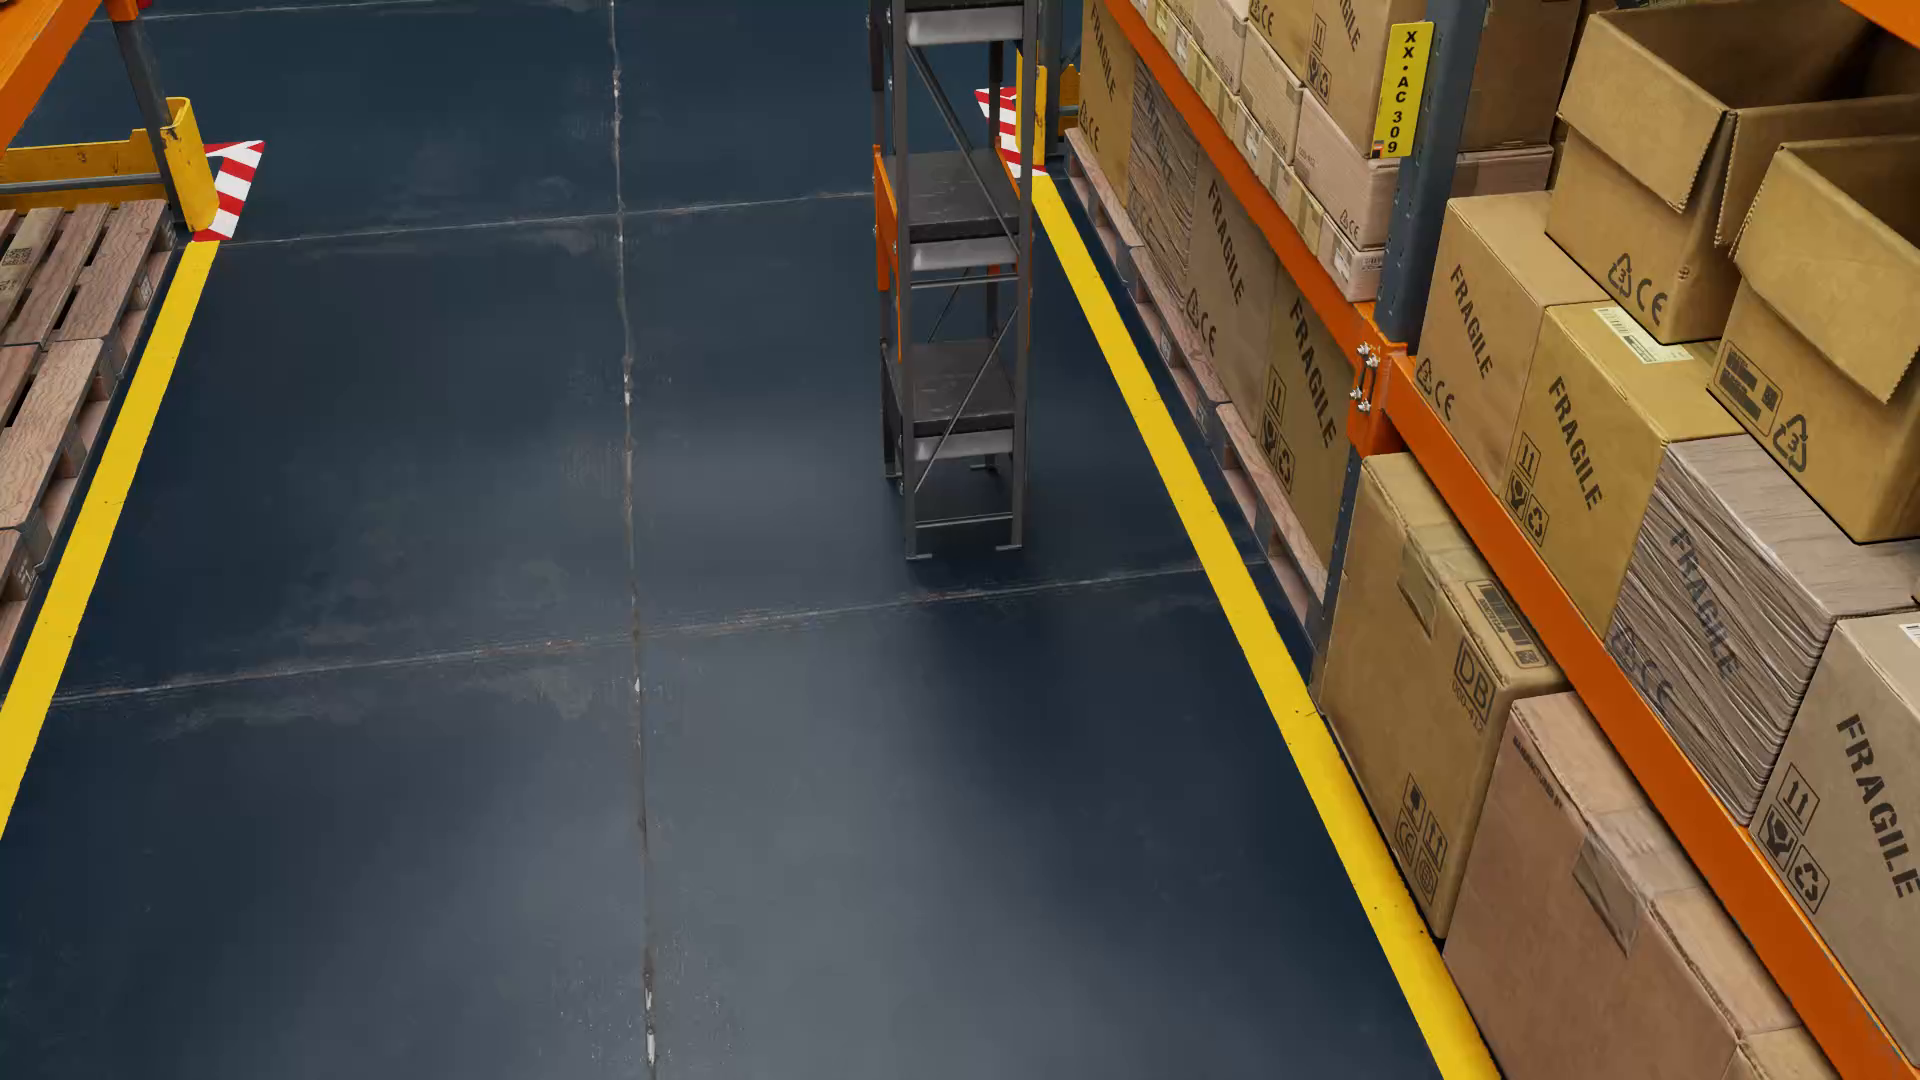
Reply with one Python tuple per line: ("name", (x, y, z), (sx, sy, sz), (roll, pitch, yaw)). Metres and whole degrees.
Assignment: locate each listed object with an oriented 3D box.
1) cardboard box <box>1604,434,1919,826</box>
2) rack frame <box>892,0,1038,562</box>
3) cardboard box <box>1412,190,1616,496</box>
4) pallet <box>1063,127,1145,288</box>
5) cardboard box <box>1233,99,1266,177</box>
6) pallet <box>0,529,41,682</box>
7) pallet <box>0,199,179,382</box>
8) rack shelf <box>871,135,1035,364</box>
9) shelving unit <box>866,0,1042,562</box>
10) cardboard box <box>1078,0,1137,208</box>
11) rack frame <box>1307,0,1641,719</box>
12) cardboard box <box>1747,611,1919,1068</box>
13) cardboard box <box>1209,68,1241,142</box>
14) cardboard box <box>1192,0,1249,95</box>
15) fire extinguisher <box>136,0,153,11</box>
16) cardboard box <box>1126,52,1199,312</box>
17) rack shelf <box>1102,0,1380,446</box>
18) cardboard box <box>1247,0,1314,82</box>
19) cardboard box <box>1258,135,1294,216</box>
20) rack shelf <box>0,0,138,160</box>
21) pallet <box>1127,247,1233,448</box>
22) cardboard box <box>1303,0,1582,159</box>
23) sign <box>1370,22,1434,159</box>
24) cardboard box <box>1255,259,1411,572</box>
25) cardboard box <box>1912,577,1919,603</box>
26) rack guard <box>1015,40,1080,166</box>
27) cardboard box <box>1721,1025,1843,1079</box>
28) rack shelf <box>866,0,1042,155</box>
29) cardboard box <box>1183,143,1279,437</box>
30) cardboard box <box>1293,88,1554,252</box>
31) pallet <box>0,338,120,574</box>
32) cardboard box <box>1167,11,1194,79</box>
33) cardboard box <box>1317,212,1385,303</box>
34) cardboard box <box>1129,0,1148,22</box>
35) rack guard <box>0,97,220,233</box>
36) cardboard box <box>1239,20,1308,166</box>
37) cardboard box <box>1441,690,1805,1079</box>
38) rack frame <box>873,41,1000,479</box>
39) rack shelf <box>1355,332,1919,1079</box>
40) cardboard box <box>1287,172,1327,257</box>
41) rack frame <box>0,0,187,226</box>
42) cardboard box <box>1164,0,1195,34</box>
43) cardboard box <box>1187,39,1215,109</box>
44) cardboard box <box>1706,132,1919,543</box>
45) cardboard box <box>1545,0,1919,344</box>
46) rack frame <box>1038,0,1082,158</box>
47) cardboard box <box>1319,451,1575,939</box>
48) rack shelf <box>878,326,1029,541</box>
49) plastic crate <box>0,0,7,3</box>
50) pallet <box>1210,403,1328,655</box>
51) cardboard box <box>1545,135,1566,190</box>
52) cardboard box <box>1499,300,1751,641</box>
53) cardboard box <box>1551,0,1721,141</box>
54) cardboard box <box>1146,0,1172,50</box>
("cardboard box", (1.587, 0.138, 3.046), (0.500, 0.500, 0.500), (-7, 38, -9))
("rack frame", (0.014, -0.782, 5.045), (0.400, 2.100, 0.015), (-6, 38, -8))
("cardboard box", (1.411, -0.468, 3.826), (0.500, 0.500, 0.500), (-6, 38, -8))
("pallet", (1.092, -1.574, 7.604), (1.003, 0.211, 1.213), (-6, 38, -8))
("cardboard box", (1.065, -1.249, 5.118), (0.380, 0.149, 0.250), (-6, 38, -7))
("pallet", (-3.467, 0.460, 4.985), (1.003, 0.211, 1.213), (-6, 38, -8))
("pallet", (-3.895, -1.013, 6.882), (1.003, 0.211, 1.213), (-6, 38, -8))
("rack shelf", (-0.029, -0.918, 5.243), (0.431, 0.518, 0.480), (-6, 38, -8))
("shelving unit", (-0.029, -0.929, 5.235), (0.431, 2.100, 0.503), (-6, 38, -8))
("cardboard box", (1.066, -2.098, 7.396), (0.875, 0.875, 0.875), (-6, 38, -8))
("rack frame", (1.576, -0.734, 4.249), (1.000, 3.000, 0.127), (-6, 38, -8))
("cardboard box", (1.683, 0.449, 2.646), (0.500, 0.500, 0.500), (-6, 38, -7))
("cardboard box", (1.020, -1.405, 5.318), (0.380, 0.149, 0.250), (-6, 38, -7))
("cardboard box", (1.058, -1.651, 5.310), (0.500, 0.250, 0.500), (-5, 38, -7))
("fire extinguisher", (-3.580, -2.579, 6.992), (0.296, 0.674, 0.183), (-6, 38, -8))
("cardboard box", (1.226, -1.549, 6.688), (0.875, 0.875, 0.875), (-6, 38, -8))
("rack shelf", (1.226, -1.657, 6.025), (1.077, 0.370, 4.000), (-6, 38, -8))
("cardboard box", (1.149, -1.640, 4.684), (0.500, 0.500, 0.500), (-6, 38, -7))
("cardboard box", (1.110, -1.094, 4.918), (0.380, 0.149, 0.250), (-7, 38, -9))
("rack shelf", (-3.650, -1.125, 5.339), (1.077, 0.370, 4.000), (-6, 38, -8))
("pallet", (1.303, -0.839, 6.657), (1.003, 0.211, 1.213), (-6, 38, -8))
("cardboard box", (1.233, -1.337, 4.294), (0.500, 0.500, 0.500), (-5, 38, -7))
("sign", (1.030, -1.046, 3.881), (0.100, 0.325, 0.005), (-6, 38, -8))
("cardboard box", (1.540, -0.468, 5.296), (0.875, 0.875, 0.875), (-6, 38, -8))
("cardboard box", (1.930, 0.005, 2.399), (0.797, 0.503, 0.637), (-5, 38, -6))
("rack guard", (0.871, -2.177, 8.145), (1.175, 0.500, 0.348), (-6, 38, -8))
("cardboard box", (2.029, 1.397, 2.896), (1.225, 0.875, 0.875), (-6, 38, -8))
("rack shelf", (-0.029, -1.471, 4.813), (0.431, 0.518, 0.480), (-6, 38, -8))
("cardboard box", (1.382, -1.011, 5.996), (0.875, 0.875, 0.875), (-6, 38, -8))
("cardboard box", (1.241, -1.030, 4.511), (0.500, 0.250, 0.500), (-7, 38, -9))
("pallet", (-3.684, -0.278, 5.936), (1.003, 0.211, 1.213), (-6, 38, -8))
("cardboard box", (0.931, -1.713, 5.715), (0.380, 0.149, 0.250), (-6, 38, -7))
("cardboard box", (1.201, -0.783, 4.518), (0.380, 0.149, 0.250), (-6, 38, -8))
("cardboard box", (0.840, -2.024, 6.115), (0.380, 0.149, 0.250), (-7, 38, -8))
("rack guard", (-4.018, -1.643, 7.457), (1.175, 0.500, 0.348), (-6, 38, -8))
("cardboard box", (1.148, -1.343, 4.913), (0.500, 0.250, 0.500), (-5, 38, -7))
("cardboard box", (1.866, 0.864, 3.583), (1.225, 0.875, 0.875), (-7, 38, -10))
("rack frame", (-0.072, -1.077, 5.424), (0.400, 2.100, 0.015), (-6, 38, -8))
("rack shelf", (1.927, 0.759, 2.915), (1.077, 0.370, 4.000), (-6, 38, -8))
("cardboard box", (1.155, -0.939, 4.719), (0.380, 0.149, 0.250), (-6, 38, -7))
("rack frame", (-4.001, -2.617, 6.673), (1.000, 3.000, 0.127), (-6, 38, -8))
("cardboard box", (0.972, -1.957, 5.704), (0.500, 0.250, 0.500), (-7, 38, -9))
("cardboard box", (0.975, -1.559, 5.517), (0.380, 0.149, 0.250), (-7, 38, -9))
("cardboard box", (1.805, -0.369, 2.880), (0.797, 0.503, 0.637), (-6, 38, -7))
("cardboard box", (1.697, -0.784, 3.415), (0.797, 0.503, 0.637), (-7, 38, -9))
("rack frame", (0.875, -3.150, 7.359), (1.000, 3.000, 0.127), (-6, 38, -8))
("cardboard box", (1.708, 0.324, 4.277), (1.225, 0.875, 0.875), (-6, 38, -8))
("rack shelf", (-0.029, -0.366, 5.672), (0.431, 0.518, 0.480), (-6, 38, -8))
("plastic crate", (-3.680, -2.063, 6.127), (0.396, 0.136, 0.243), (-6, 38, -8))
("pallet", (1.520, -0.100, 5.707), (1.003, 0.211, 1.213), (-6, 38, -8))
("cardboard box", (1.752, -1.104, 4.606), (0.500, 0.250, 0.500), (-7, 38, -9))
("cardboard box", (1.500, -0.165, 3.436), (0.500, 0.500, 0.500), (-6, 38, -8))
("cardboard box", (1.744, -1.405, 4.382), (0.500, 0.500, 0.500), (-6, 38, -8))
("cardboard box", (0.884, -1.872, 5.919), (0.380, 0.149, 0.250), (-7, 38, -9))
